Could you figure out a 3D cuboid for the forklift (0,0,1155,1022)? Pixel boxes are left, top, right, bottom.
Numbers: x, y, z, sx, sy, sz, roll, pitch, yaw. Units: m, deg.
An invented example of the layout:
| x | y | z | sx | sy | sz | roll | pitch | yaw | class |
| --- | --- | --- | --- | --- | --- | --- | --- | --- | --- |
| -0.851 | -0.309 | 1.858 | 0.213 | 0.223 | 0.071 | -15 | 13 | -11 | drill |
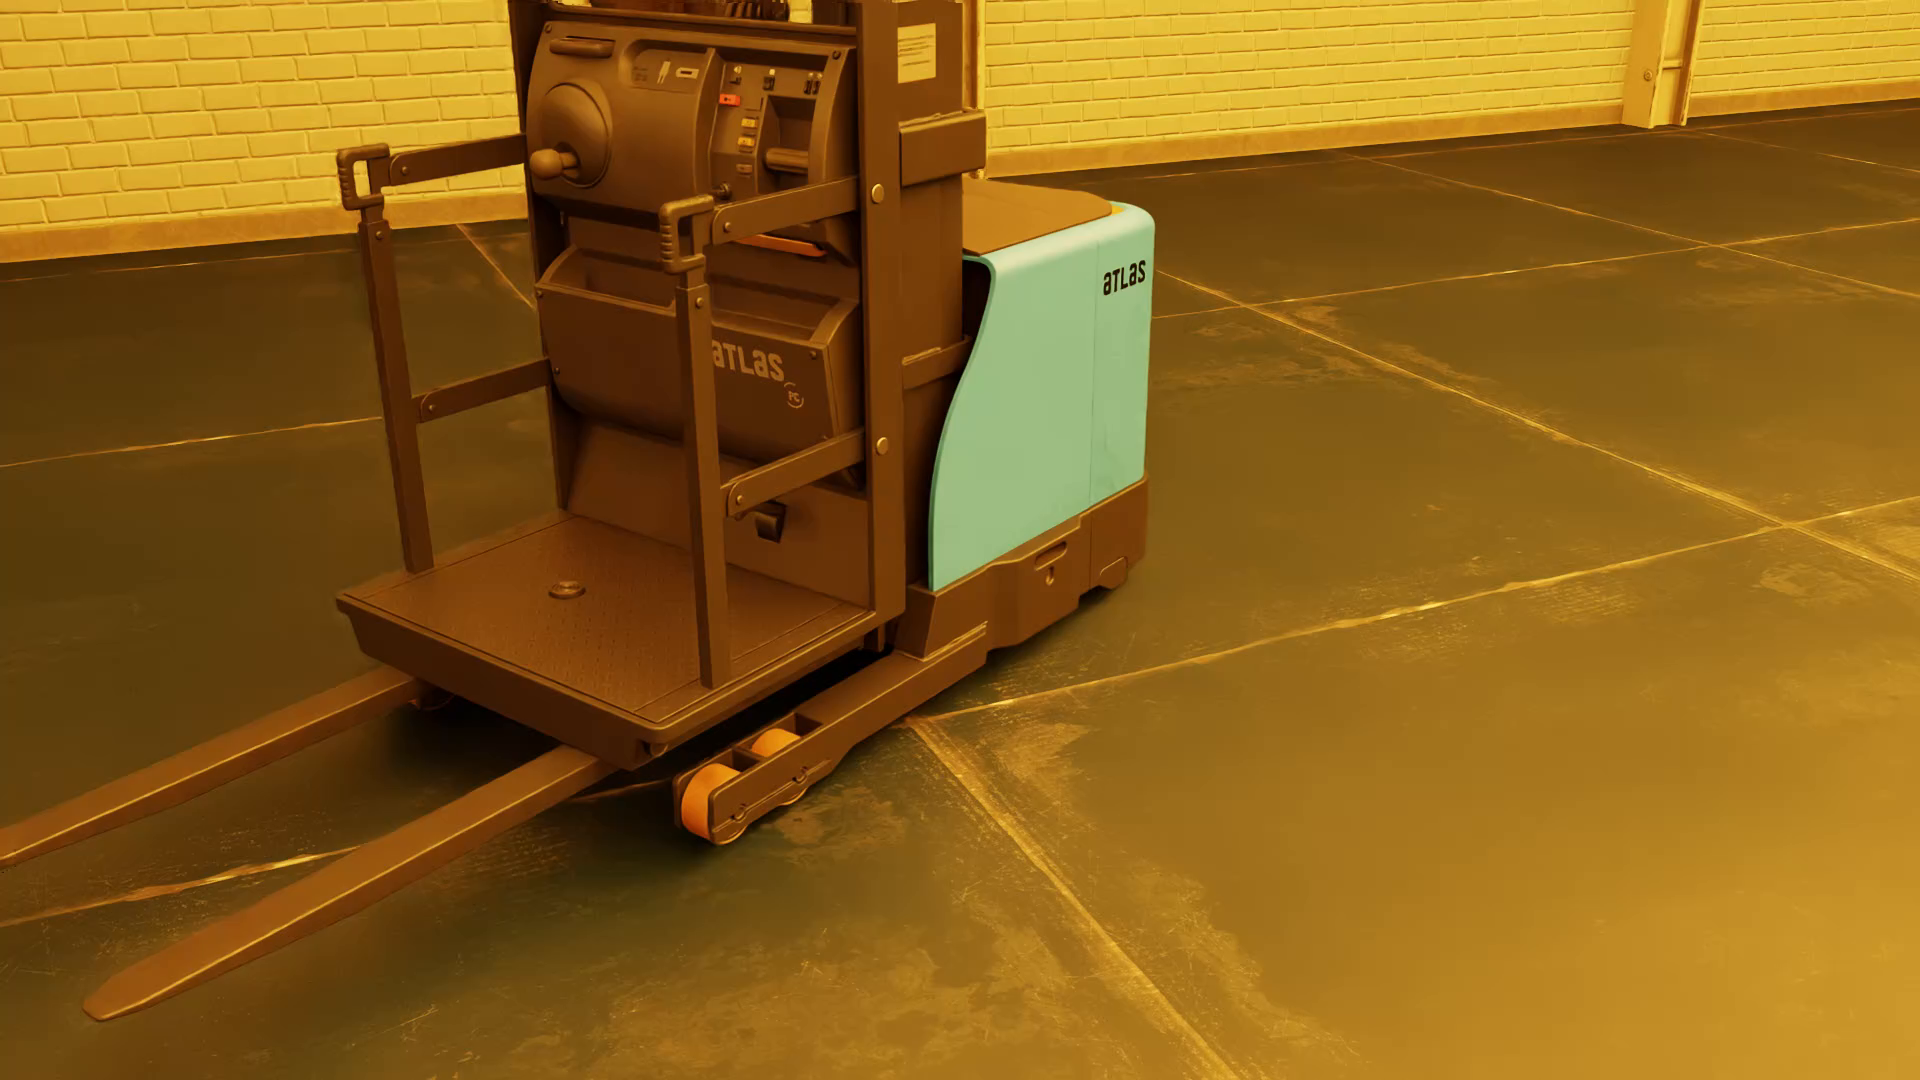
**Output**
| x | y | z | sx | sy | sz | roll | pitch | yaw | class |
| --- | --- | --- | --- | --- | --- | --- | --- | --- | --- |
| -0.744 | -0.918 | 3.496 | 1.130 | 2.935 | 3.031 | 16 | 27 | 34 | forklift |
